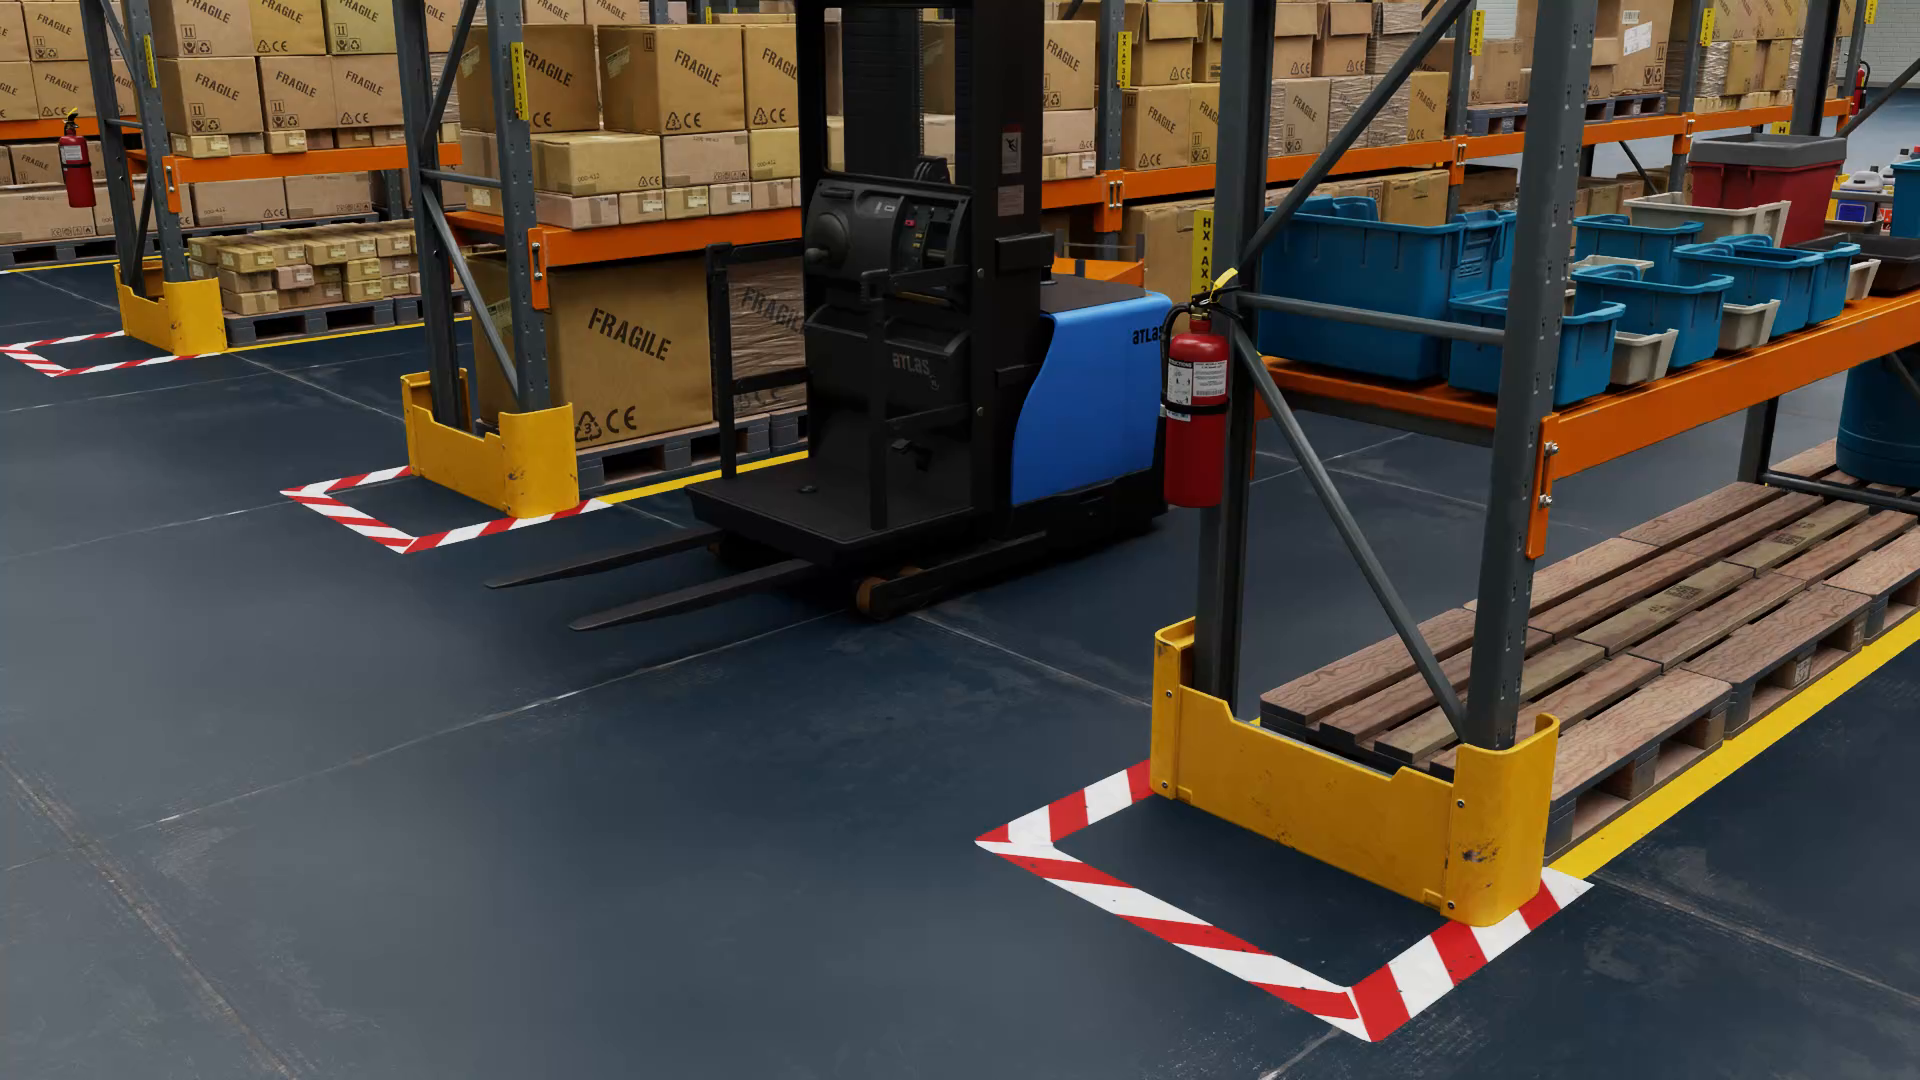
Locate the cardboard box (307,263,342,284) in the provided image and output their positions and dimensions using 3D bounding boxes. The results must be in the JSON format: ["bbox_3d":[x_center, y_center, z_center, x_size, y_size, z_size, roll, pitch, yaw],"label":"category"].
[{"bbox_3d":[-4.732,-1.978,12.180,0.250,0.149,0.380,-16,24,-40],"label":"cardboard box"}]

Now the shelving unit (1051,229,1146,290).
[{"bbox_3d":[0.561,-0.984,8.697,0.538,1.125,1.048,7,19,21],"label":"shelving unit"}]

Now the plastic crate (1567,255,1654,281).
[{"bbox_3d":[2.169,-0.885,5.681,0.250,0.136,0.298,-16,24,-41],"label":"plastic crate"}]

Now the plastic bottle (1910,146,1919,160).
[{"bbox_3d":[4.577,-1.710,7.977,0.185,0.351,0.144,-16,24,-41],"label":"plastic bottle"}]

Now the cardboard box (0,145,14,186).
[{"bbox_3d":[-11.374,-4.313,19.296,0.500,0.500,0.700,-15,23,-39],"label":"cardboard box"}]

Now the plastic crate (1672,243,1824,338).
[{"bbox_3d":[2.455,-0.786,5.218,0.300,0.233,0.416,-16,24,-41],"label":"plastic crate"}]

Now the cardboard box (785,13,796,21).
[{"bbox_3d":[-2.065,-6.263,20.614,0.500,0.500,0.500,-16,24,-40],"label":"cardboard box"}]

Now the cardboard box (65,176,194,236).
[{"bbox_3d":[-8.049,-3.249,16.115,0.875,0.438,0.875,-15,24,-39],"label":"cardboard box"}]

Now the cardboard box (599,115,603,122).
[{"bbox_3d":[-2.897,-3.358,13.386,0.250,0.149,0.380,-17,25,-42],"label":"cardboard box"}]

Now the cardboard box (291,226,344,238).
[{"bbox_3d":[-4.879,-2.282,12.636,0.380,0.149,0.250,17,24,42],"label":"cardboard box"}]

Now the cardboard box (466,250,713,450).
[{"bbox_3d":[-1.900,-1.032,8.567,0.875,0.875,0.875,-16,24,-41],"label":"cardboard box"}]

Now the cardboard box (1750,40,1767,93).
[{"bbox_3d":[7.460,-4.729,16.562,0.500,0.500,0.875,-16,24,-41],"label":"cardboard box"}]

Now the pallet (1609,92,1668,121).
[{"bbox_3d":[5.754,-4.011,15.304,1.213,0.211,1.003,-16,24,-41],"label":"pallet"}]

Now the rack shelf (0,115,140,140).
[{"bbox_3d":[-7.665,-3.991,16.098,4.000,0.370,1.077,-16,24,-41],"label":"rack shelf"}]

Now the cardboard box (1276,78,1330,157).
[{"bbox_3d":[2.203,-2.949,11.555,0.500,0.500,0.500,-16,24,-40],"label":"cardboard box"}]

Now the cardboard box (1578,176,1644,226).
[{"bbox_3d":[5.948,-3.127,15.605,0.700,0.500,0.500,16,24,40],"label":"cardboard box"}]

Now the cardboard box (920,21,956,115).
[{"bbox_3d":[0.079,-2.701,9.497,0.500,0.500,0.500,-16,24,-40],"label":"cardboard box"}]

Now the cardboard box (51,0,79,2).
[{"bbox_3d":[-8.083,-4.915,14.947,0.380,0.149,0.250,17,25,42],"label":"cardboard box"}]

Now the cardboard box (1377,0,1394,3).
[{"bbox_3d":[4.849,-6.502,20.681,0.550,0.550,0.875,-16,24,-41],"label":"cardboard box"}]

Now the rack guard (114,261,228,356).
[{"bbox_3d":[-5.589,-1.649,11.760,0.348,0.500,1.175,-16,24,-41],"label":"rack guard"}]

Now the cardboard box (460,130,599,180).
[{"bbox_3d":[-2.140,-1.921,8.308,0.500,0.250,0.500,-17,24,-42],"label":"cardboard box"}]

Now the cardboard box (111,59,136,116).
[{"bbox_3d":[-7.842,-4.212,15.450,0.500,0.500,0.500,-16,24,-41],"label":"cardboard box"}]

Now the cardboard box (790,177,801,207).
[{"bbox_3d":[-0.893,-1.844,8.715,0.250,0.149,0.380,-17,24,-41],"label":"cardboard box"}]

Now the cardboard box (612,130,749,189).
[{"bbox_3d":[-1.403,-1.912,8.279,0.500,0.250,0.500,-17,24,-41],"label":"cardboard box"}]

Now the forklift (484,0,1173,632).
[{"bbox_3d":[-0.460,-1.261,6.623,3.031,2.935,1.130,-16,24,-41],"label":"forklift"}]

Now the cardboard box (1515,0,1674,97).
[{"bbox_3d":[5.736,-4.580,15.094,1.000,1.000,1.000,-16,24,-40],"label":"cardboard box"}]

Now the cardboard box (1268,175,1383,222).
[{"bbox_3d":[2.334,-2.245,12.308,0.875,0.875,1.225,-16,24,-41],"label":"cardboard box"}]

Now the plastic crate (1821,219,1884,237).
[{"bbox_3d":[3.563,-1.263,6.847,0.243,0.136,0.396,-16,24,-41],"label":"plastic crate"}]

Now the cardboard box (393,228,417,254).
[{"bbox_3d":[-4.088,-2.267,12.590,0.250,0.149,0.380,-16,24,-40],"label":"cardboard box"}]

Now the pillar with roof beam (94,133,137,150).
[{"bbox_3d":[-7.793,-7.812,16.990,0.400,9.000,9.100,-16,24,-41],"label":"pillar with roof beam"}]

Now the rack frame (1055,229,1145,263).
[{"bbox_3d":[0.755,-1.129,9.144,0.500,1.125,0.032,7,19,21],"label":"rack frame"}]

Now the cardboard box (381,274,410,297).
[{"bbox_3d":[-4.353,-1.938,12.540,0.250,0.149,0.380,-16,24,-41],"label":"cardboard box"}]

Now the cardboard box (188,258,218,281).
[{"bbox_3d":[-5.457,-1.983,12.196,0.250,0.149,0.380,-17,25,-42],"label":"cardboard box"}]

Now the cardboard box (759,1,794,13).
[{"bbox_3d":[-2.311,-6.712,20.947,0.380,0.149,0.250,17,24,41],"label":"cardboard box"}]

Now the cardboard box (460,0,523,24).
[{"bbox_3d":[-3.647,-3.958,12.563,0.500,0.500,0.500,-15,24,-39],"label":"cardboard box"}]

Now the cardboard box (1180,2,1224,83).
[{"bbox_3d":[1.561,-3.341,11.138,0.637,0.503,0.797,-16,24,-40],"label":"cardboard box"}]

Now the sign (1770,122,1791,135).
[{"bbox_3d":[3.623,-1.682,7.360,0.005,0.325,0.100,-16,24,-41],"label":"sign"}]

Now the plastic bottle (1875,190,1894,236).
[{"bbox_3d":[4.163,-1.464,7.459,0.097,0.201,0.097,0,18,0],"label":"plastic bottle"}]

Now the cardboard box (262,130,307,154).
[{"bbox_3d":[-4.795,-2.806,11.683,0.380,0.149,0.250,17,25,42],"label":"cardboard box"}]

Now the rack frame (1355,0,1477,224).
[{"bbox_3d":[3.503,-3.384,13.059,0.127,3.000,1.000,-16,24,-41],"label":"rack frame"}]

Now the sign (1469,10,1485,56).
[{"bbox_3d":[3.887,-3.811,12.499,0.005,0.325,0.100,-16,24,-41],"label":"sign"}]

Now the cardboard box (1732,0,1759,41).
[{"bbox_3d":[7.273,-5.041,15.904,0.500,0.500,0.500,-16,24,-41],"label":"cardboard box"}]

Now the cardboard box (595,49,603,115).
[{"bbox_3d":[-2.895,-3.693,13.367,0.500,0.500,0.500,-16,24,-41],"label":"cardboard box"}]

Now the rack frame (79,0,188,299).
[{"bbox_3d":[-5.644,-2.822,11.325,0.127,3.000,1.000,-16,24,-41],"label":"rack frame"}]

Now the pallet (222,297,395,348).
[{"bbox_3d":[-4.975,-1.676,12.311,1.213,0.211,1.003,-16,24,-41],"label":"pallet"}]

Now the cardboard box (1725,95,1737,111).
[{"bbox_3d":[7.301,-4.255,16.152,0.250,0.149,0.380,-16,24,-41],"label":"cardboard box"}]

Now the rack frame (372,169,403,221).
[{"bbox_3d":[-6.212,-4.757,17.295,0.127,3.000,1.000,-16,24,-41],"label":"rack frame"}]

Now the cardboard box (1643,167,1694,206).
[{"bbox_3d":[7.138,-3.441,16.607,0.500,0.500,0.500,-8,20,-24],"label":"cardboard box"}]

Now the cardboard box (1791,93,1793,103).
[{"bbox_3d":[8.353,-4.585,17.169,0.250,0.149,0.380,-16,24,-41],"label":"cardboard box"}]
